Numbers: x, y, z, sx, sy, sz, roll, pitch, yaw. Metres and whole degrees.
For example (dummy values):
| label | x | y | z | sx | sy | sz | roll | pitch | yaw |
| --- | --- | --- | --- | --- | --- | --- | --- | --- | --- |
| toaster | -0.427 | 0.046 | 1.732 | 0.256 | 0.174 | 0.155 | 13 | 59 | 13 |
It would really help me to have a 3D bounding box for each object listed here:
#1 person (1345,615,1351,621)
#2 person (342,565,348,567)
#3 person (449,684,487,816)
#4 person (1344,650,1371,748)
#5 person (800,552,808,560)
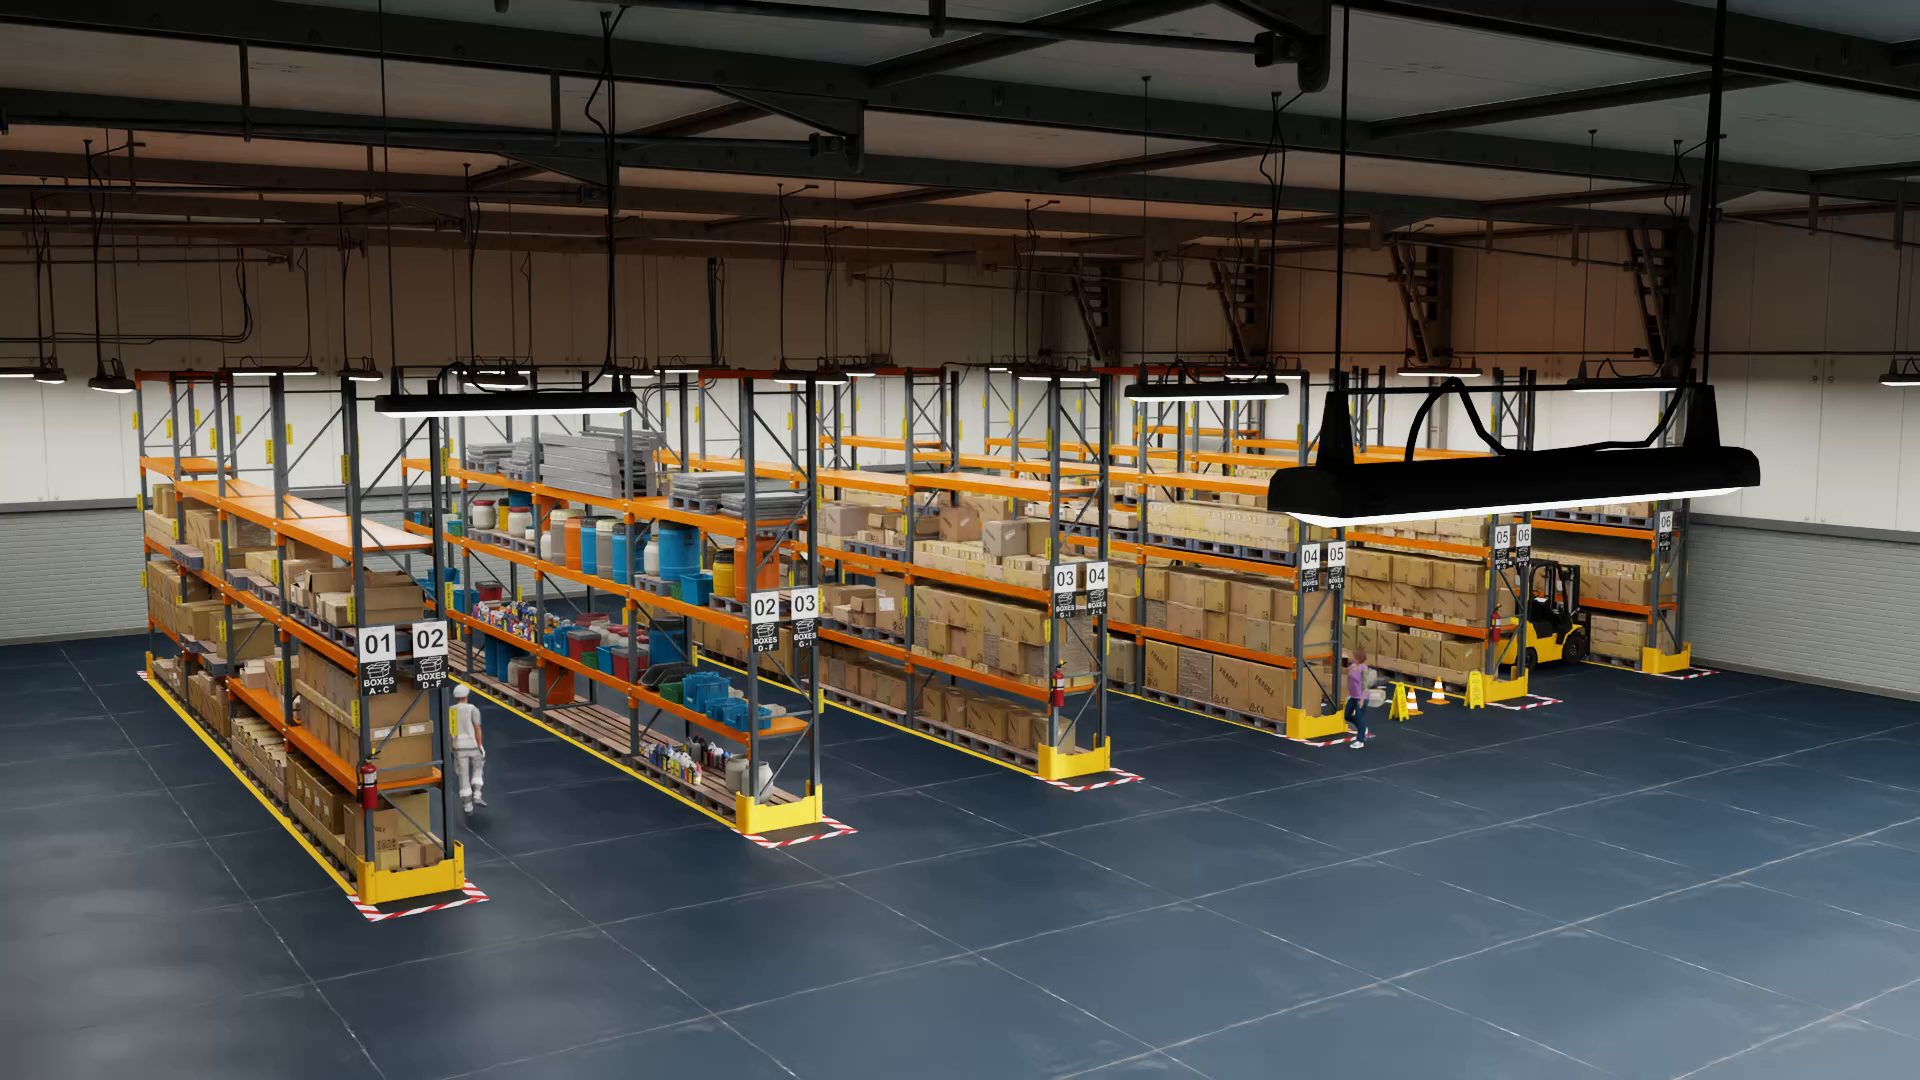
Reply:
| label | x | y | z | sx | sy | sz | roll | pitch | yaw |
| --- | --- | --- | --- | --- | --- | --- | --- | --- | --- |
| person | 8.490 | 1.320 | 36.524 | 0.406 | 1.785 | 0.592 | 4 | 8 | 32 |
| person | -13.402 | 1.381 | 36.391 | 0.618 | 1.656 | 1.074 | -4 | 7 | -31 |
| person | -6.794 | 2.862 | 22.808 | 0.543 | 1.772 | 0.496 | -2 | 7 | -19 |
| person | 6.416 | 2.526 | 26.611 | 0.463 | 1.585 | 0.416 | -3 | 7 | -28 |
| person | -3.816 | 0.797 | 41.718 | 0.470 | 1.640 | 0.968 | 5 | 8 | 38 |
